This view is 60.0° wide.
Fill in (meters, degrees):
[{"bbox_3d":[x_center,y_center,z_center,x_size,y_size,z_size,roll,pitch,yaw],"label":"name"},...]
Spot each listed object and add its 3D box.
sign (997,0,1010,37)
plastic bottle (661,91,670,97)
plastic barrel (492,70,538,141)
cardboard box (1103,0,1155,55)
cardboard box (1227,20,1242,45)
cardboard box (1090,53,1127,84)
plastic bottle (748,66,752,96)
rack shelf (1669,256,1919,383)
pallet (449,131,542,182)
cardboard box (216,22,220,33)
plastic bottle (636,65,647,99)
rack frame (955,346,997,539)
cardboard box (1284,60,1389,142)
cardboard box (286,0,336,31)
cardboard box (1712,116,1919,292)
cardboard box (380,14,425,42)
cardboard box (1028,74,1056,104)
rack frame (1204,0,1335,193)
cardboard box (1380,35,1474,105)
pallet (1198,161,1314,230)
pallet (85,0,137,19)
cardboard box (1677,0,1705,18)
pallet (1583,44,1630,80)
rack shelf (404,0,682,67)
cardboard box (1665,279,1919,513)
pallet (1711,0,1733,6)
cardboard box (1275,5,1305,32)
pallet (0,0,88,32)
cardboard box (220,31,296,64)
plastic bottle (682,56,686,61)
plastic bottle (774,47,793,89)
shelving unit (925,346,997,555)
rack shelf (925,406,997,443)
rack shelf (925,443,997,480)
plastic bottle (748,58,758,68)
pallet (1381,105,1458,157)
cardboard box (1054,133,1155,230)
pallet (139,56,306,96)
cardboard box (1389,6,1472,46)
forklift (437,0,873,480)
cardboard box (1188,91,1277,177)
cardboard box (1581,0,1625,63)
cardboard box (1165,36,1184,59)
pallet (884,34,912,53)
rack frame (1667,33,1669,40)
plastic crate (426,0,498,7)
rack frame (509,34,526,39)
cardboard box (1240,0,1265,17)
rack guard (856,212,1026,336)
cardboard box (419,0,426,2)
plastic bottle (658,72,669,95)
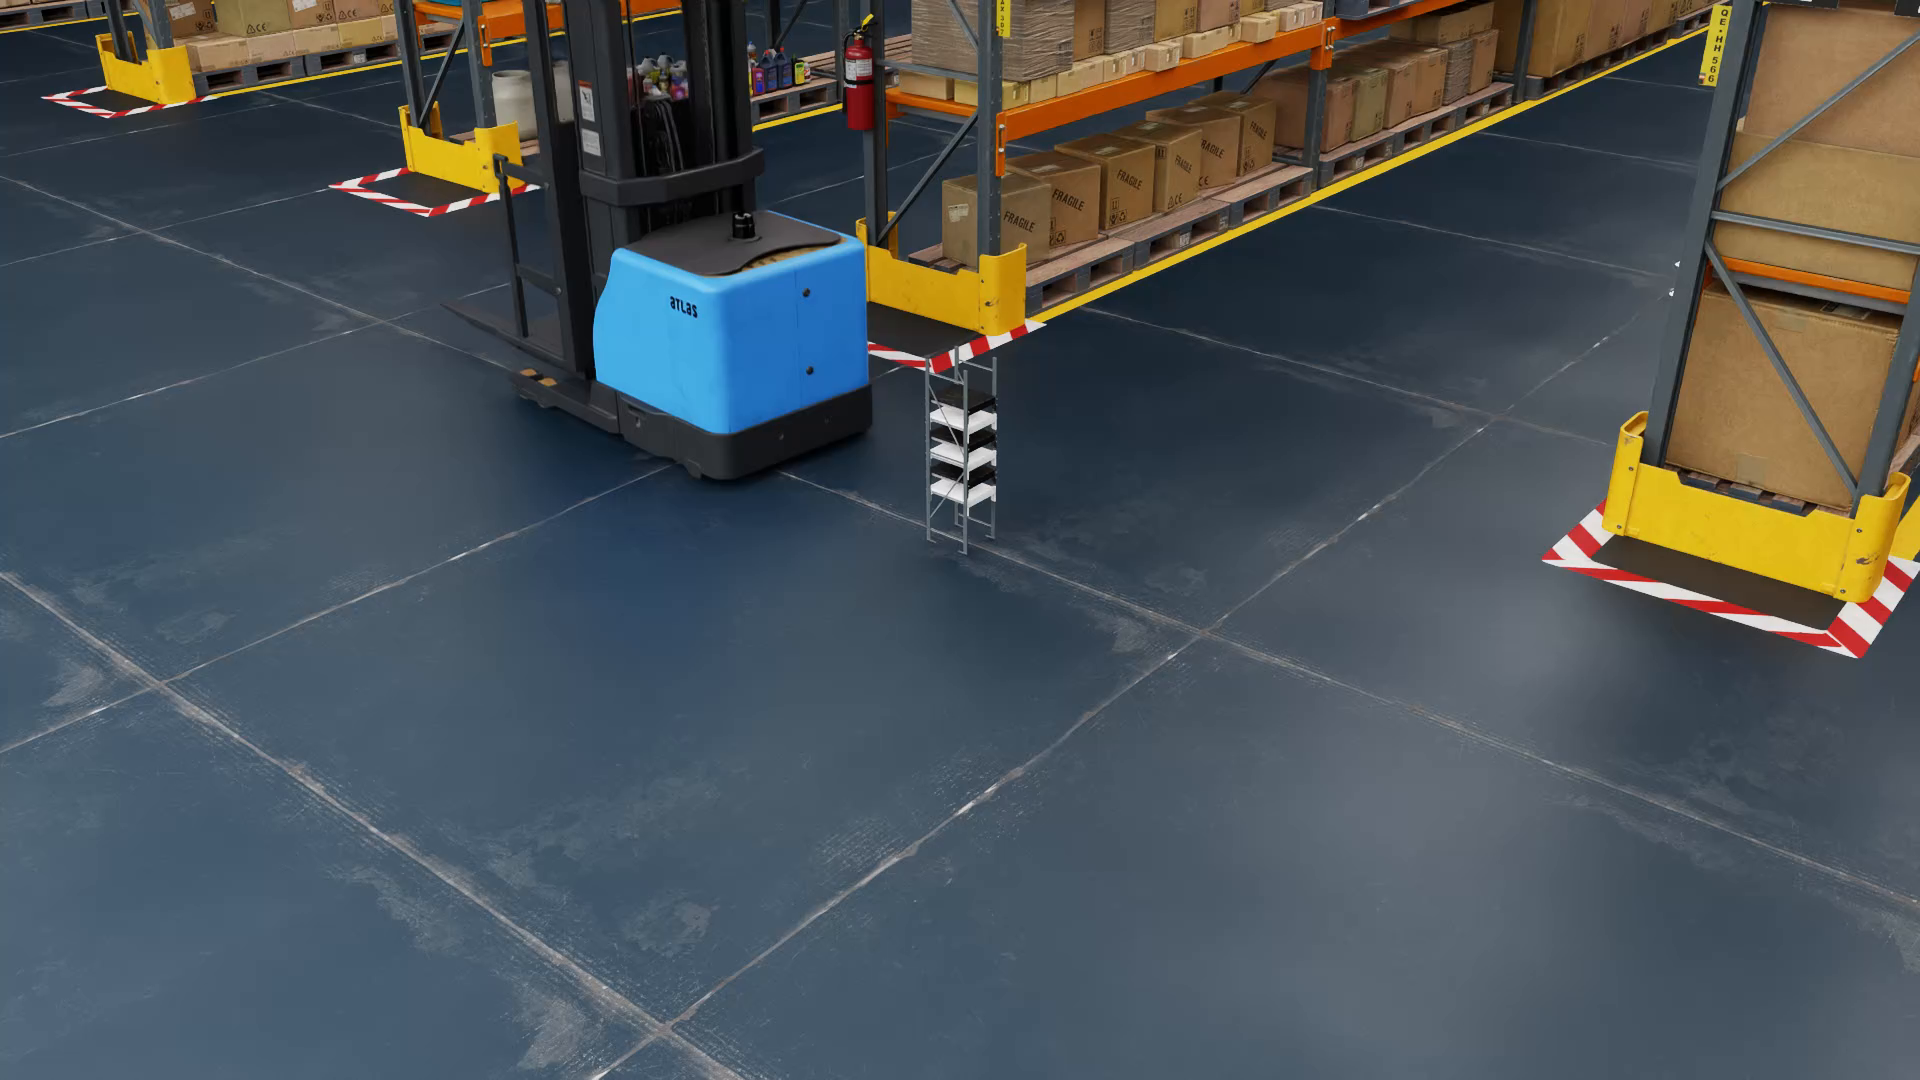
[{"bbox_3d":[0.242,-2.997,9.336,0.100,0.325,0.005,21,34,34],"label":"sign"},{"bbox_3d":[-2.539,-3.759,14.319,0.097,0.201,0.097,0,27,0],"label":"plastic bottle"},{"bbox_3d":[-3.639,-3.556,13.609,0.421,0.512,0.421,0,27,0],"label":"plastic barrel"},{"bbox_3d":[0.771,-3.511,10.841,0.875,0.500,0.500,21,34,34],"label":"cardboard box"},{"bbox_3d":[1.752,-3.587,11.693,0.380,0.149,0.250,21,34,34],"label":"cardboard box"},{"bbox_3d":[0.840,-3.039,10.634,0.380,0.149,0.250,21,34,34],"label":"cardboard box"},{"bbox_3d":[-1.969,-4.160,14.932,0.144,0.351,0.185,21,34,34],"label":"plastic bottle"},{"bbox_3d":[4.858,-1.675,8.506,1.077,0.370,4.000,21,34,34],"label":"rack shelf"},{"bbox_3d":[-3.466,-3.307,13.913,1.003,0.211,1.213,21,34,34],"label":"pallet"},{"bbox_3d":[-7.397,-5.090,16.860,0.500,0.250,0.500,21,34,34],"label":"cardboard box"},{"bbox_3d":[-2.899,-4.114,14.923,0.152,0.276,0.135,20,33,33],"label":"plastic bottle"},{"bbox_3d":[0.070,-0.439,7.618,0.240,0.900,0.006,21,34,34],"label":"rack frame"},{"bbox_3d":[3.092,-3.649,13.781,0.700,0.500,0.500,21,34,34],"label":"cardboard box"},{"bbox_3d":[-6.681,-5.450,16.739,0.500,0.500,0.500,21,34,34],"label":"cardboard box"},{"bbox_3d":[3.787,-1.497,7.216,0.875,0.550,0.550,21,34,34],"label":"cardboard box"},{"bbox_3d":[-6.033,-5.467,17.588,0.500,0.250,0.500,21,34,34],"label":"cardboard box"},{"bbox_3d":[0.362,-2.774,10.121,0.380,0.149,0.250,21,34,34],"label":"cardboard box"},{"bbox_3d":[2.367,-4.189,12.583,1.000,3.000,0.127,21,34,34],"label":"rack frame"},{"bbox_3d":[4.158,-4.249,14.940,0.700,0.500,0.500,18,32,30],"label":"cardboard box"},{"bbox_3d":[1.967,-2.702,12.744,1.003,0.211,1.213,21,34,34],"label":"pallet"},{"bbox_3d":[-10.275,-6.611,20.299,1.003,0.211,1.213,21,34,34],"label":"pallet"},{"bbox_3d":[7.937,-6.479,18.865,0.875,0.875,0.875,21,34,34],"label":"cardboard box"},{"bbox_3d":[6.247,-5.057,17.295,1.003,0.211,1.213,21,34,34],"label":"pallet"},{"bbox_3d":[-2.727,-4.608,14.176,1.077,0.370,4.000,21,34,34],"label":"rack shelf"},{"bbox_3d":[3.966,-0.788,7.864,0.875,0.875,0.875,21,34,35],"label":"cardboard box"},{"bbox_3d":[8.776,-6.468,20.024,1.003,0.211,1.213,21,34,34],"label":"pallet"},{"bbox_3d":[2.291,-3.830,12.162,0.380,0.149,0.250,21,34,34],"label":"cardboard box"},{"bbox_3d":[-11.051,-6.180,19.466,1.003,0.211,1.213,21,34,34],"label":"pallet"},{"bbox_3d":[-6.991,-4.936,16.563,0.500,0.250,0.500,21,34,34],"label":"cardboard box"},{"bbox_3d":[-2.545,-4.347,15.367,0.061,0.283,0.133,23,35,37],"label":"plastic bottle"},{"bbox_3d":[-1.642,-4.343,15.285,0.144,0.351,0.185,20,33,33],"label":"plastic bottle"},{"bbox_3d":[0.005,-0.403,7.549,0.258,0.900,0.210,21,34,34],"label":"shelving unit"},{"bbox_3d":[0.005,-0.533,7.481,0.258,0.077,0.200,21,34,34],"label":"rack shelf"},{"bbox_3d":[0.005,-0.373,7.564,0.258,0.077,0.200,21,34,34],"label":"rack shelf"},{"bbox_3d":[-1.894,-4.276,15.237,0.152,0.276,0.135,21,34,34],"label":"plastic bottle"},{"bbox_3d":[3.637,-3.662,14.598,1.003,0.211,1.213,21,34,34],"label":"pallet"},{"bbox_3d":[1.000,-2.502,11.586,0.500,0.500,0.500,25,36,39],"label":"cardboard box"},{"bbox_3d":[-7.365,-4.712,16.629,1.003,0.211,1.213,21,34,34],"label":"pallet"},{"bbox_3d":[4.179,-4.588,14.780,0.500,0.250,0.500,-24,36,-38],"label":"cardboard box"},{"bbox_3d":[-1.859,-2.173,8.761,3.031,2.935,1.130,25,36,39],"label":"forklift"},{"bbox_3d":[2.082,-3.135,12.809,0.500,0.500,0.500,20,33,33],"label":"cardboard box"},{"bbox_3d":[5.939,-5.403,16.784,1.225,0.875,0.875,21,34,35],"label":"cardboard box"},{"bbox_3d":[1.274,-3.322,11.180,0.380,0.149,0.250,21,34,34],"label":"cardboard box"},{"bbox_3d":[-0.209,-5.122,17.422,1.003,0.211,1.213,21,34,34],"label":"pallet"},{"bbox_3d":[7.456,-7.026,18.066,1.000,3.000,0.127,21,34,34],"label":"rack frame"},{"bbox_3d":[-3.911,-4.417,13.186,0.499,0.251,0.616,21,34,34],"label":"plastic crate"},{"bbox_3d":[-5.274,-7.086,18.182,1.000,3.000,0.127,21,34,34],"label":"rack frame"},{"bbox_3d":[1.688,-4.057,11.896,0.875,0.500,0.500,21,34,34],"label":"cardboard box"},{"bbox_3d":[-0.129,-1.688,10.468,1.175,0.500,0.348,21,34,34],"label":"rack guard"},{"bbox_3d":[-5.728,-5.982,17.768,0.500,0.500,0.500,21,34,34],"label":"cardboard box"},{"bbox_3d":[-2.676,-4.121,15.018,0.097,0.201,0.097,0,27,0],"label":"plastic bottle"}]
